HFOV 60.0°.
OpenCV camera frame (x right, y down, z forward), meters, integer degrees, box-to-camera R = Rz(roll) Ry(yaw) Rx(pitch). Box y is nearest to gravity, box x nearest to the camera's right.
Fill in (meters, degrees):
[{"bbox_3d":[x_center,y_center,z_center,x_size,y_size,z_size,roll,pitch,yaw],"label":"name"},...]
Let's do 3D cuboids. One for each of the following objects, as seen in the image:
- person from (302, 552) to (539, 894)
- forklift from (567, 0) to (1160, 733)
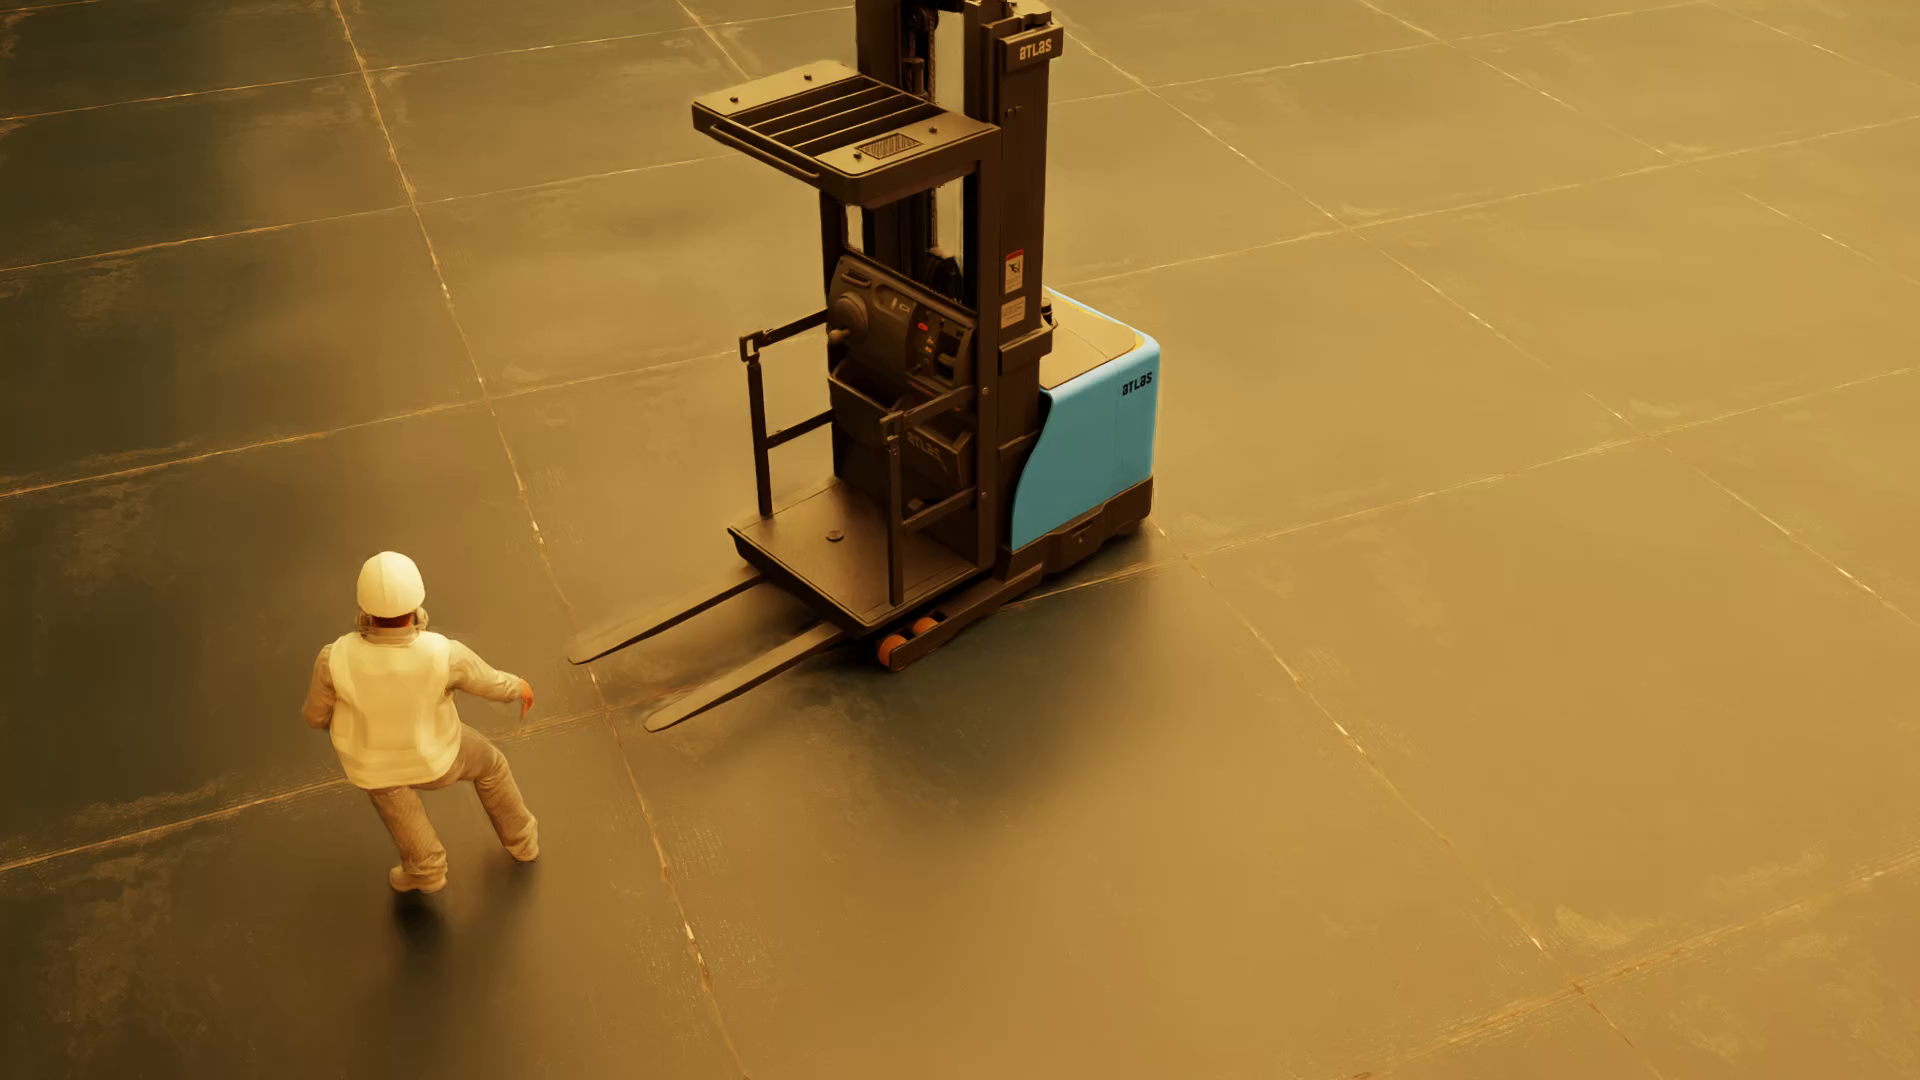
[{"bbox_3d":[-1.998,0.675,6.233,0.767,1.681,0.625,-7,36,-10],"label":"person"},{"bbox_3d":[-0.428,-0.927,7.402,3.031,2.935,1.130,-28,44,-33],"label":"forklift"}]
